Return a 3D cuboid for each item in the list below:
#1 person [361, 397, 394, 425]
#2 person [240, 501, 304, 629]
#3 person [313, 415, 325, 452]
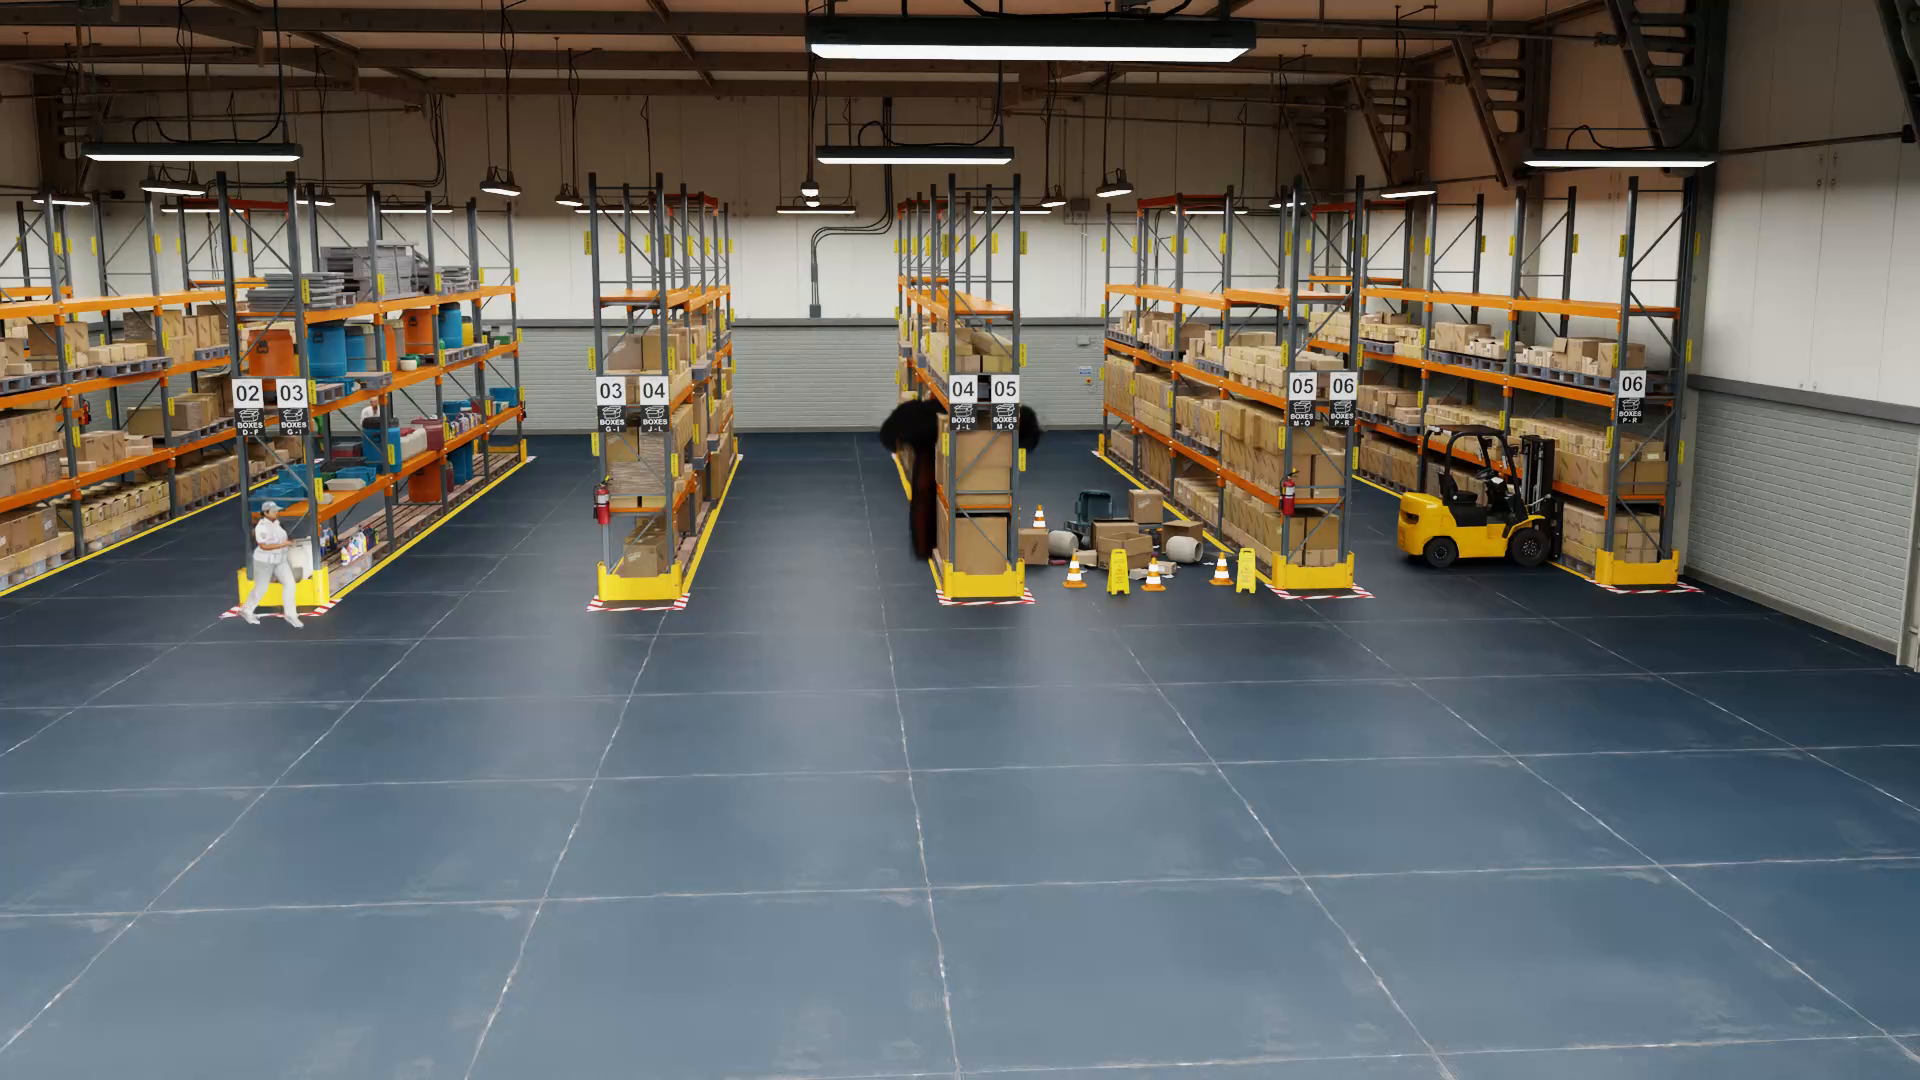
[{"bbox_3d":[-13.163,-2.428,37.629,0.713,1.668,0.924,-3,10,-14],"label":"person"},{"bbox_3d":[-9.154,0.333,22.005,0.856,1.706,0.568,3,10,15],"label":"person"},{"bbox_3d":[-15.984,-3.113,41.073,0.659,1.830,0.873,-9,13,-42],"label":"person"}]
